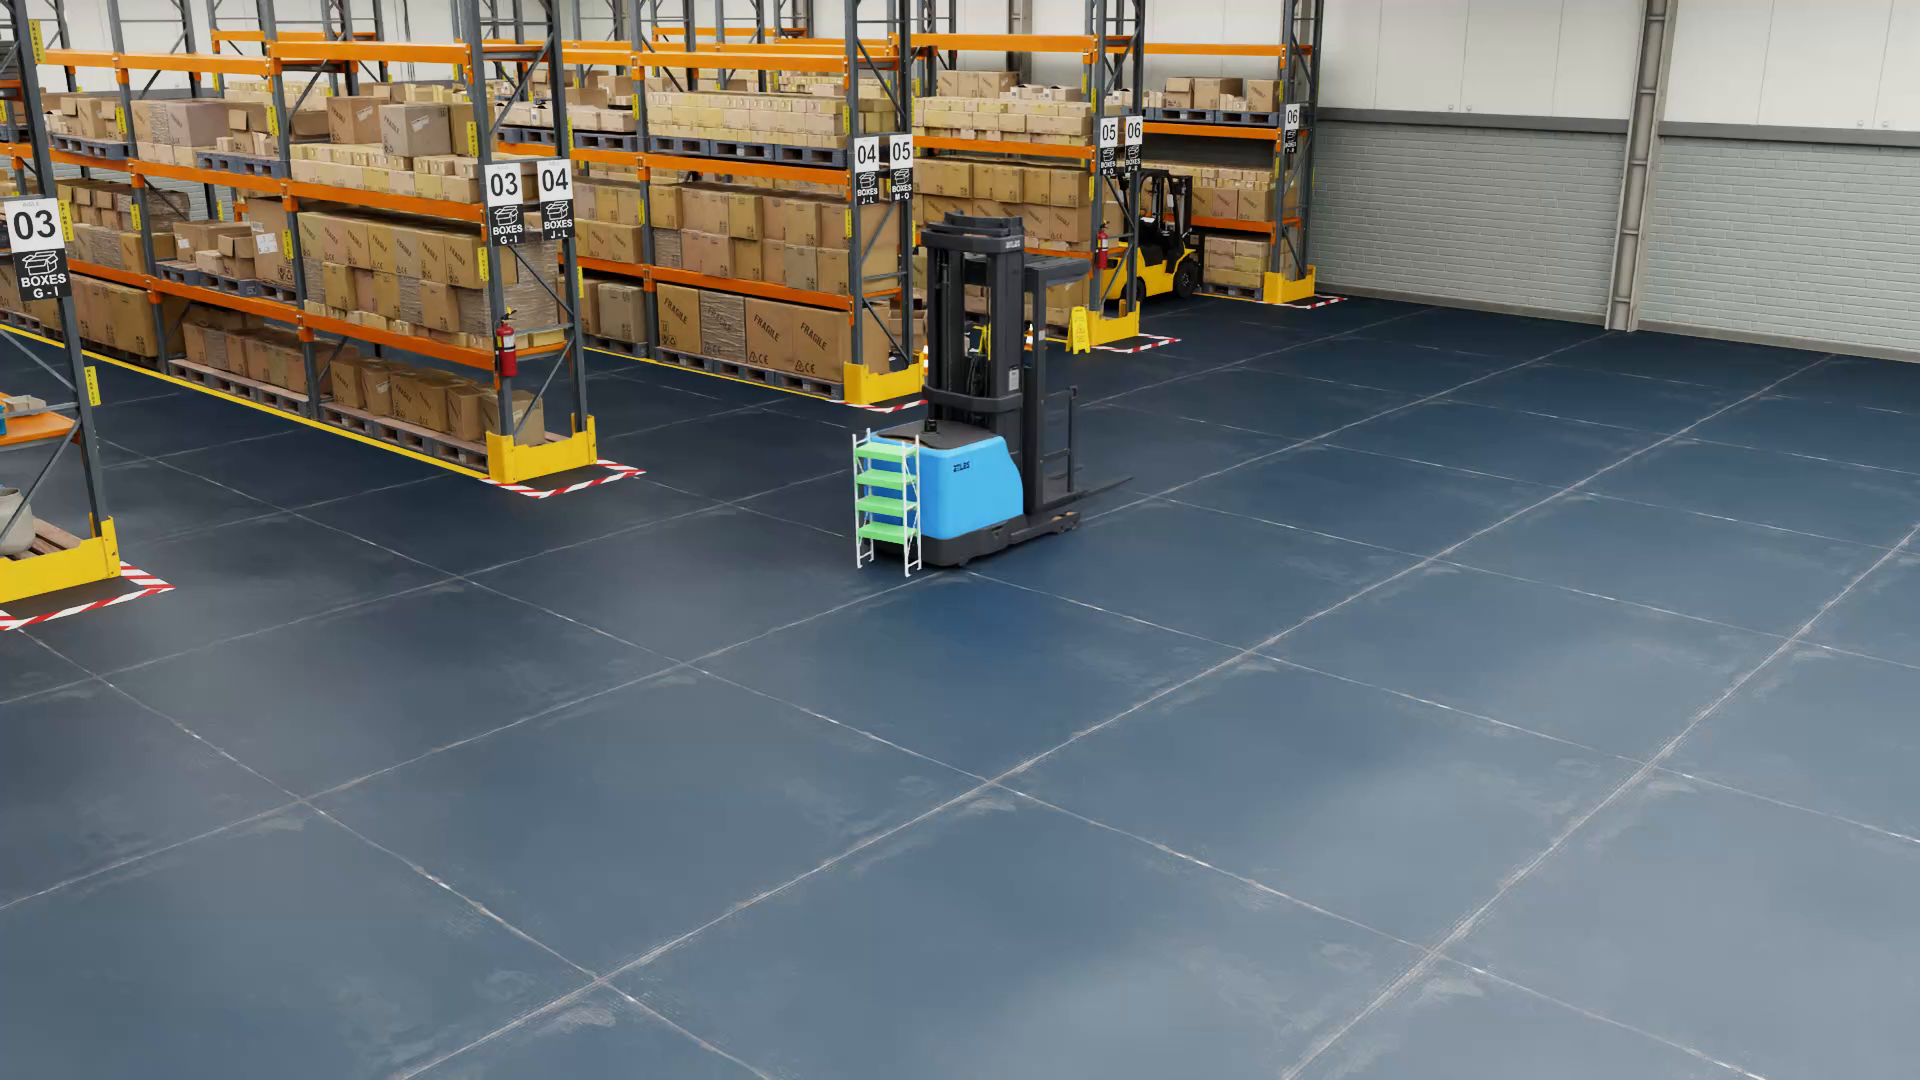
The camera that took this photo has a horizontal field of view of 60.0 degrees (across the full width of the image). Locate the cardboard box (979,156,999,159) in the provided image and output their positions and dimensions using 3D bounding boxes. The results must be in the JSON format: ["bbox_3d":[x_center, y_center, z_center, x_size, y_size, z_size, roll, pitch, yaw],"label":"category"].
[{"bbox_3d":[0.584,-7.333,32.159,0.250,0.149,0.380,14,23,38],"label":"cardboard box"}]

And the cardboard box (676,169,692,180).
[{"bbox_3d":[-4.688,-6.668,29.484,0.500,0.500,0.500,16,23,40],"label":"cardboard box"}]

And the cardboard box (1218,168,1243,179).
[{"bbox_3d":[4.574,-6.194,28.080,0.250,0.149,0.380,15,23,40],"label":"cardboard box"}]

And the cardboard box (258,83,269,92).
[{"bbox_3d":[-11.929,-7.857,28.851,0.250,0.149,0.380,16,24,41],"label":"cardboard box"}]

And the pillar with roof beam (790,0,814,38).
[{"bbox_3d":[-6.218,-10.154,32.369,0.400,9.000,9.100,15,23,39],"label":"pillar with roof beam"}]

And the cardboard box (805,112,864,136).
[{"bbox_3d":[-1.517,-5.035,20.093,0.500,0.250,0.500,15,23,40],"label":"cardboard box"}]

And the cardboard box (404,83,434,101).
[{"bbox_3d":[-8.399,-6.976,25.884,0.258,0.266,0.396,15,23,39],"label":"cardboard box"}]

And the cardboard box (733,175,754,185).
[{"bbox_3d":[-3.556,-6.245,28.618,0.500,0.500,0.500,14,22,38],"label":"cardboard box"}]

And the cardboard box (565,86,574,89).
[{"bbox_3d":[-7.420,-8.471,31.386,0.258,0.266,0.396,16,24,41],"label":"cardboard box"}]

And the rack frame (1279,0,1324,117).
[{"bbox_3d":[5.537,-8.375,26.763,0.127,3.000,1.000,15,23,39],"label":"rack frame"}]

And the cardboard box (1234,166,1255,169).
[{"bbox_3d":[4.872,-6.293,28.391,0.250,0.149,0.380,15,23,40],"label":"cardboard box"}]

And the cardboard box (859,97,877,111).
[{"bbox_3d":[-1.190,-5.379,20.519,0.250,0.149,0.380,15,23,40],"label":"cardboard box"}]

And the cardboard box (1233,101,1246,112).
[{"bbox_3d":[4.716,-7.171,27.484,0.250,0.149,0.380,14,22,38],"label":"cardboard box"}]

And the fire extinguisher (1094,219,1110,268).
[{"bbox_3d":[2.025,-4.228,23.741,0.183,0.674,0.296,15,23,39],"label":"fire extinguisher"}]

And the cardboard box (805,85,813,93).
[{"bbox_3d":[-2.921,-9.174,33.796,0.250,0.149,0.380,15,23,40],"label":"cardboard box"}]

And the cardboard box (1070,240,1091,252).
[{"bbox_3d":[1.823,-4.299,24.252,0.250,0.149,0.380,16,24,41],"label":"cardboard box"}]

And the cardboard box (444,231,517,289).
[{"bbox_3d":[-4.908,-2.870,17.025,0.500,0.500,0.500,15,23,39],"label":"cardboard box"}]

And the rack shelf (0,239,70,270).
[{"bbox_3d":[-9.116,-2.518,14.454,4.000,0.370,1.077,15,23,39],"label":"rack shelf"}]

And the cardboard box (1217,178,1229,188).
[{"bbox_3d":[4.549,-6.042,28.090,0.250,0.149,0.380,15,23,39],"label":"cardboard box"}]

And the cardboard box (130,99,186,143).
[{"bbox_3d":[-10.136,-5.319,21.101,0.500,0.500,0.500,15,23,40],"label":"cardboard box"}]

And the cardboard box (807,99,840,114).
[{"bbox_3d":[-1.628,-5.231,20.052,0.250,0.149,0.380,15,23,40],"label":"cardboard box"}]

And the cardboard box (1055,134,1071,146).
[{"bbox_3d":[1.585,-5.753,23.874,0.250,0.149,0.380,15,23,40],"label":"cardboard box"}]

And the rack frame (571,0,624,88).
[{"bbox_3d":[-6.730,-9.661,30.814,0.127,3.000,1.000,15,23,39],"label":"rack frame"}]

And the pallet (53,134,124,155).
[{"bbox_3d":[-11.672,-5.437,22.776,1.213,0.211,1.003,16,24,42],"label":"pallet"}]

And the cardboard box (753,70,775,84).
[{"bbox_3d":[-3.976,-9.710,34.859,0.500,0.250,0.500,15,23,39],"label":"cardboard box"}]

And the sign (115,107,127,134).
[{"bbox_3d":[-10.691,-5.346,21.192,0.005,0.325,0.100,15,23,39],"label":"sign"}]

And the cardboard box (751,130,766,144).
[{"bbox_3d":[-2.389,-5.055,20.815,0.250,0.149,0.380,15,23,40],"label":"cardboard box"}]

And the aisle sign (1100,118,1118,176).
[{"bbox_3d":[2.099,-5.553,23.491,0.004,0.787,0.394,15,23,39],"label":"aisle sign"}]

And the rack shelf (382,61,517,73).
[{"bbox_3d":[-8.444,-7.585,26.125,4.000,0.370,1.077,15,23,39],"label":"rack shelf"}]

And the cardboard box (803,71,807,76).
[{"bbox_3d":[-3.164,-9.776,34.516,0.258,0.266,0.396,15,23,38],"label":"cardboard box"}]

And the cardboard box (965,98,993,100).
[{"bbox_3d":[0.297,-6.741,25.670,0.250,0.149,0.380,16,24,41],"label":"cardboard box"}]

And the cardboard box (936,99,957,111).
[{"bbox_3d":[-0.144,-6.588,25.190,0.250,0.149,0.380,15,23,39],"label":"cardboard box"}]

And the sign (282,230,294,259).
[{"bbox_3d":[-7.690,-3.378,19.023,0.005,0.325,0.100,15,23,39],"label":"sign"}]

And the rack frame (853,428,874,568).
[{"bbox_3d":[-0.834,-0.357,14.381,0.015,1.200,0.240,10,21,28],"label":"rack frame"}]

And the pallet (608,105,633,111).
[{"bbox_3d":[-6.012,-7.967,30.752,1.217,0.209,0.805,14,22,37],"label":"pallet"}]

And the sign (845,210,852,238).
[{"bbox_3d":[-1.336,-3.796,19.948,0.005,0.325,0.100,15,23,39],"label":"sign"}]

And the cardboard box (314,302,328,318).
[{"bbox_3d":[-7.185,-2.669,19.116,0.250,0.149,0.380,15,23,39],"label":"cardboard box"}]

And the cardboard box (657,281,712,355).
[{"bbox_3d":[-3.533,-3.100,22.878,0.875,0.875,0.875,15,23,40],"label":"cardboard box"}]

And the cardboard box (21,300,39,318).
[{"bbox_3d":[-13.749,-3.897,25.389,0.875,0.875,0.875,15,23,39],"label":"cardboard box"}]

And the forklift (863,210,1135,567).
[{"bbox_3d":[0.483,-1.540,15.257,1.130,2.935,3.031,15,23,39],"label":"forklift"}]

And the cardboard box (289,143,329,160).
[{"bbox_3d":[-7.286,-4.366,18.679,0.250,0.149,0.380,14,22,38],"label":"cardboard box"}]

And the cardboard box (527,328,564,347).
[{"bbox_3d":[-4.388,-2.141,17.453,0.250,0.149,0.380,15,23,39],"label":"cardboard box"}]

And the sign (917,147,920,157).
[{"bbox_3d":[-0.800,-7.511,32.176,0.005,0.325,0.100,15,23,39],"label":"sign"}]

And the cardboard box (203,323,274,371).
[{"bbox_3d":[-9.379,-2.536,21.686,0.500,0.500,0.700,13,22,35],"label":"cardboard box"}]

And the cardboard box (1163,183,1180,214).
[{"bbox_3d":[3.846,-5.910,28.749,0.500,0.500,0.500,15,23,40],"label":"cardboard box"}]

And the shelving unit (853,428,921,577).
[{"bbox_3d":[-0.622,-0.320,14.265,0.503,1.200,0.258,10,21,28],"label":"shelving unit"}]

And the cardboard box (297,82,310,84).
[{"bbox_3d":[-11.352,-7.937,29.103,0.250,0.149,0.380,14,22,38],"label":"cardboard box"}]

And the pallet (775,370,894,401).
[{"bbox_3d":[-1.615,-2.065,21.409,1.213,0.211,1.003,15,23,39],"label":"pallet"}]

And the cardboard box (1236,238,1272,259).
[{"bbox_3d":[4.985,-4.904,27.941,0.500,0.250,0.500,16,24,41],"label":"cardboard box"}]

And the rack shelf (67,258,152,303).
[{"bbox_3d":[-11.812,-3.815,23.500,4.000,0.370,1.077,15,23,39],"label":"rack shelf"}]

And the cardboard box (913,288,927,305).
[{"bbox_3d":[-0.485,-3.905,26.447,0.500,0.250,0.500,14,22,37],"label":"cardboard box"}]

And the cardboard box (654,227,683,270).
[{"bbox_3d":[-3.673,-4.055,22.820,0.550,0.550,0.875,15,23,39],"label":"cardboard box"}]

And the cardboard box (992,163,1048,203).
[{"bbox_3d":[0.895,-5.293,24.661,0.500,0.500,0.700,15,23,39],"label":"cardboard box"}]

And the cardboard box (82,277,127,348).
[{"bbox_3d":[-11.480,-3.267,23.405,0.875,0.875,1.225,15,23,39],"label":"cardboard box"}]
